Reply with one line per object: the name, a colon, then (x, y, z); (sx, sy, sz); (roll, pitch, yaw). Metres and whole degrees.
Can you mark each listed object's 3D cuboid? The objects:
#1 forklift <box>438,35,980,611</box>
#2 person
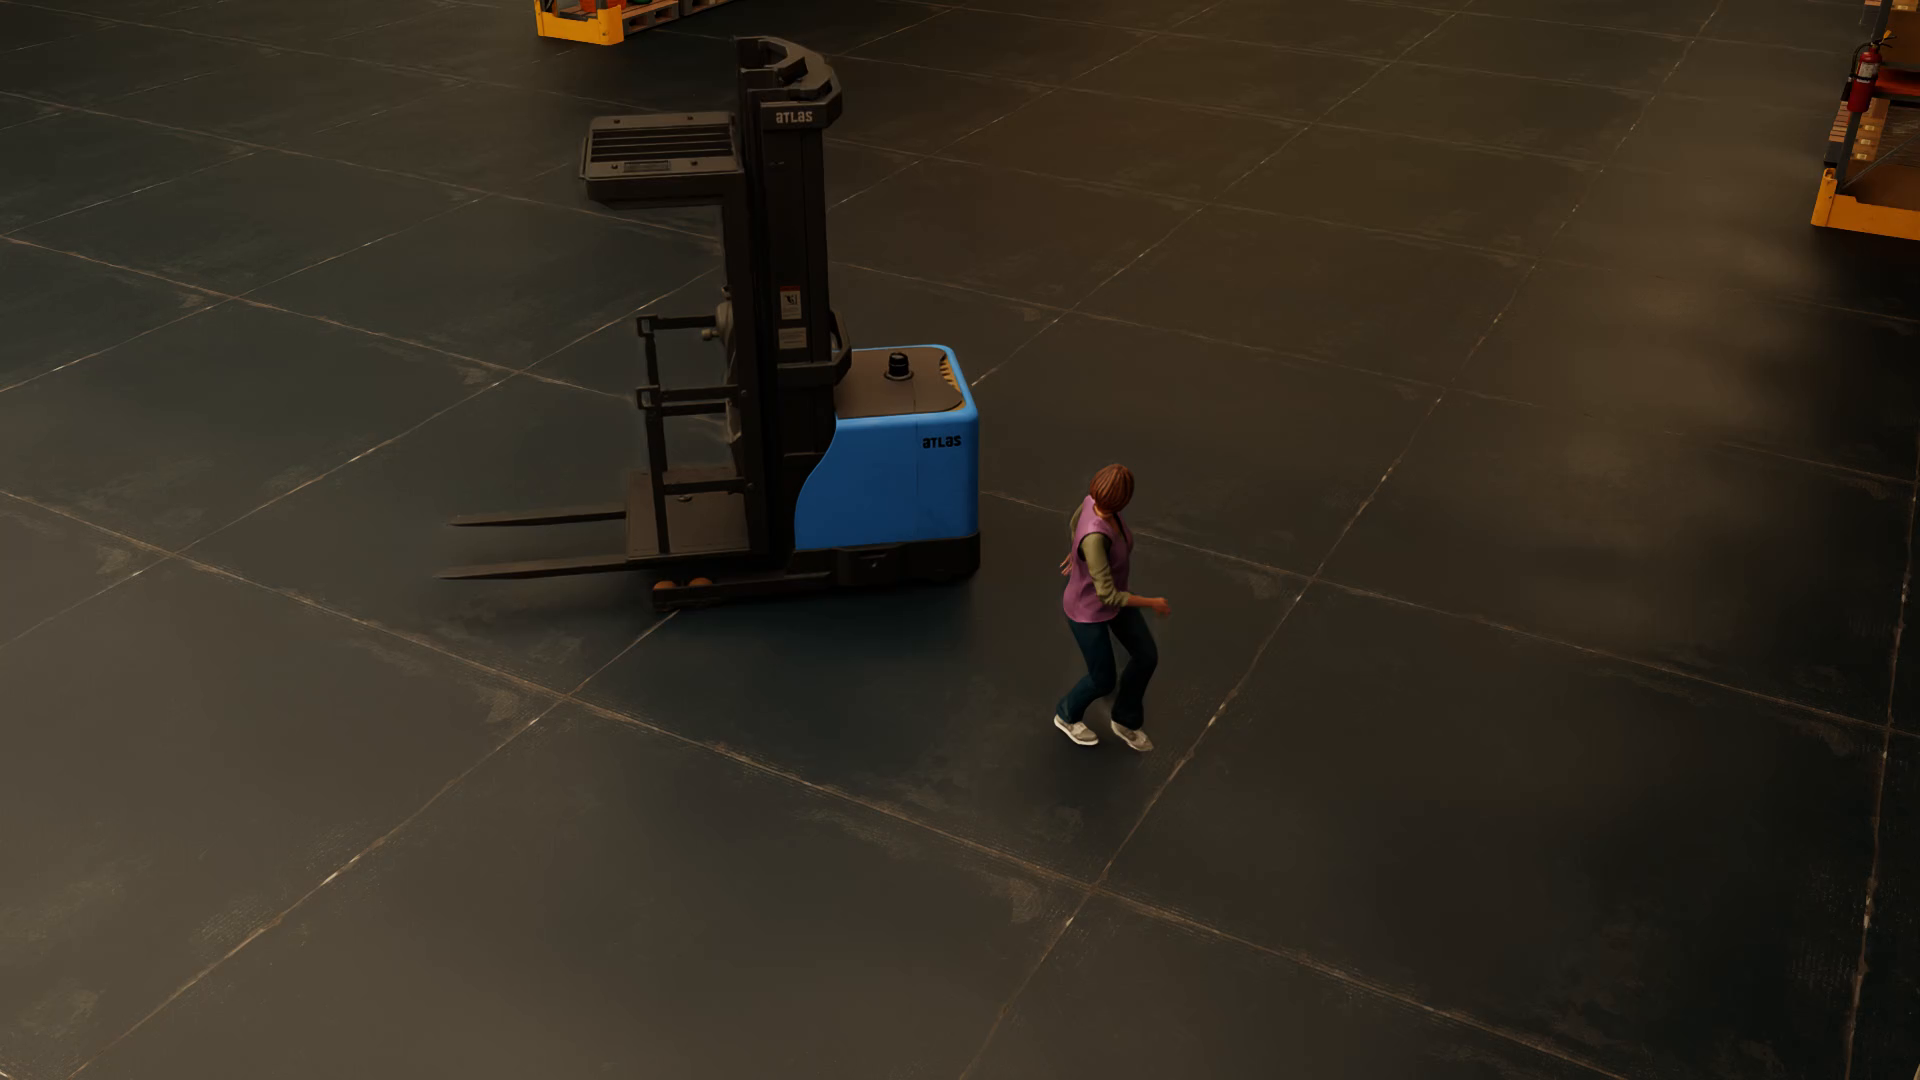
forklift: (-1.448, -1.157, 9.076); (3.031, 2.935, 1.130); (-5, 30, -8)
person: (0.670, 0.344, 7.920); (0.693, 1.586, 0.505); (18, 35, 29)
